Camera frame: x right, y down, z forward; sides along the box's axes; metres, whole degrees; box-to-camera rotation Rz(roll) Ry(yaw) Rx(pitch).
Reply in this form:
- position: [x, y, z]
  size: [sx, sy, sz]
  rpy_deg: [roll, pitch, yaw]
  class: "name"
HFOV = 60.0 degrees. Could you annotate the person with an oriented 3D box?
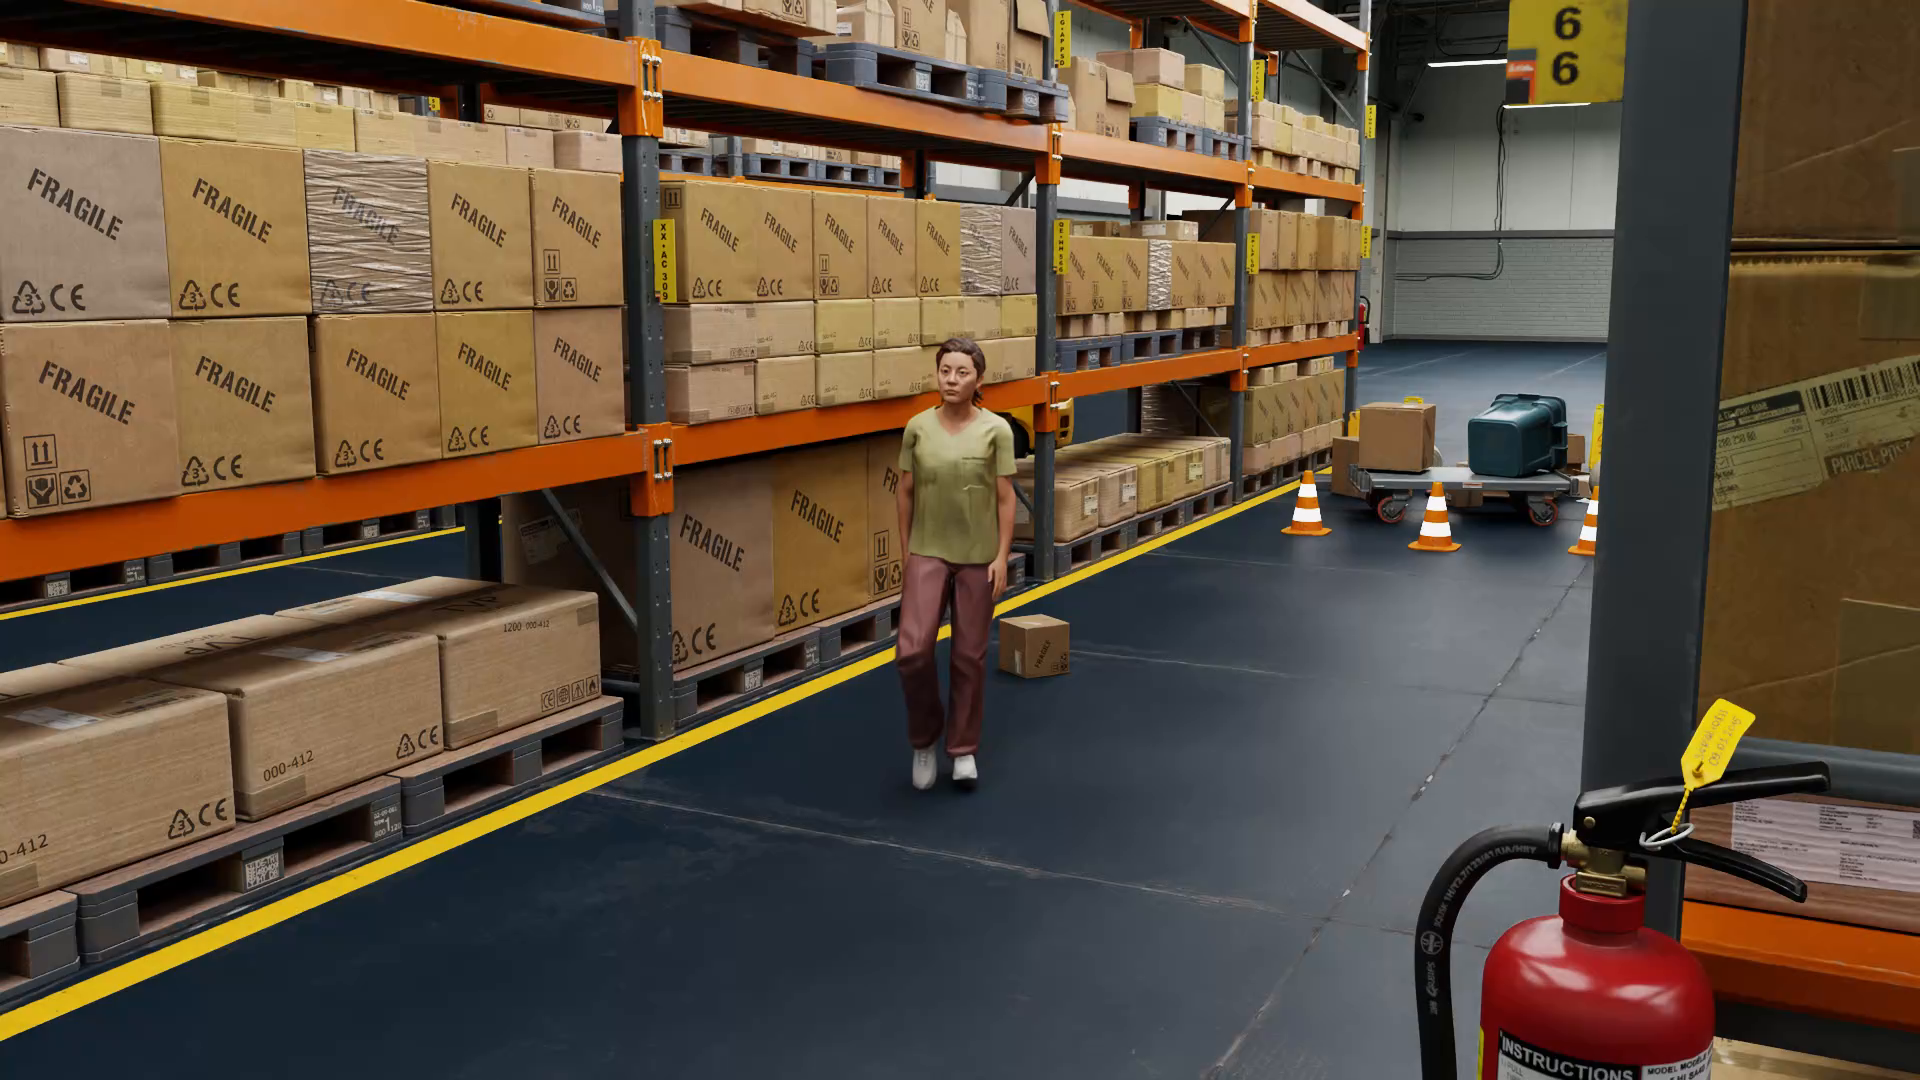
- position: [-0.016, 0.101, 6.176]
  size: [0.456, 1.693, 0.447]
  rpy_deg: [0, 9, 3]
  class: "person"
